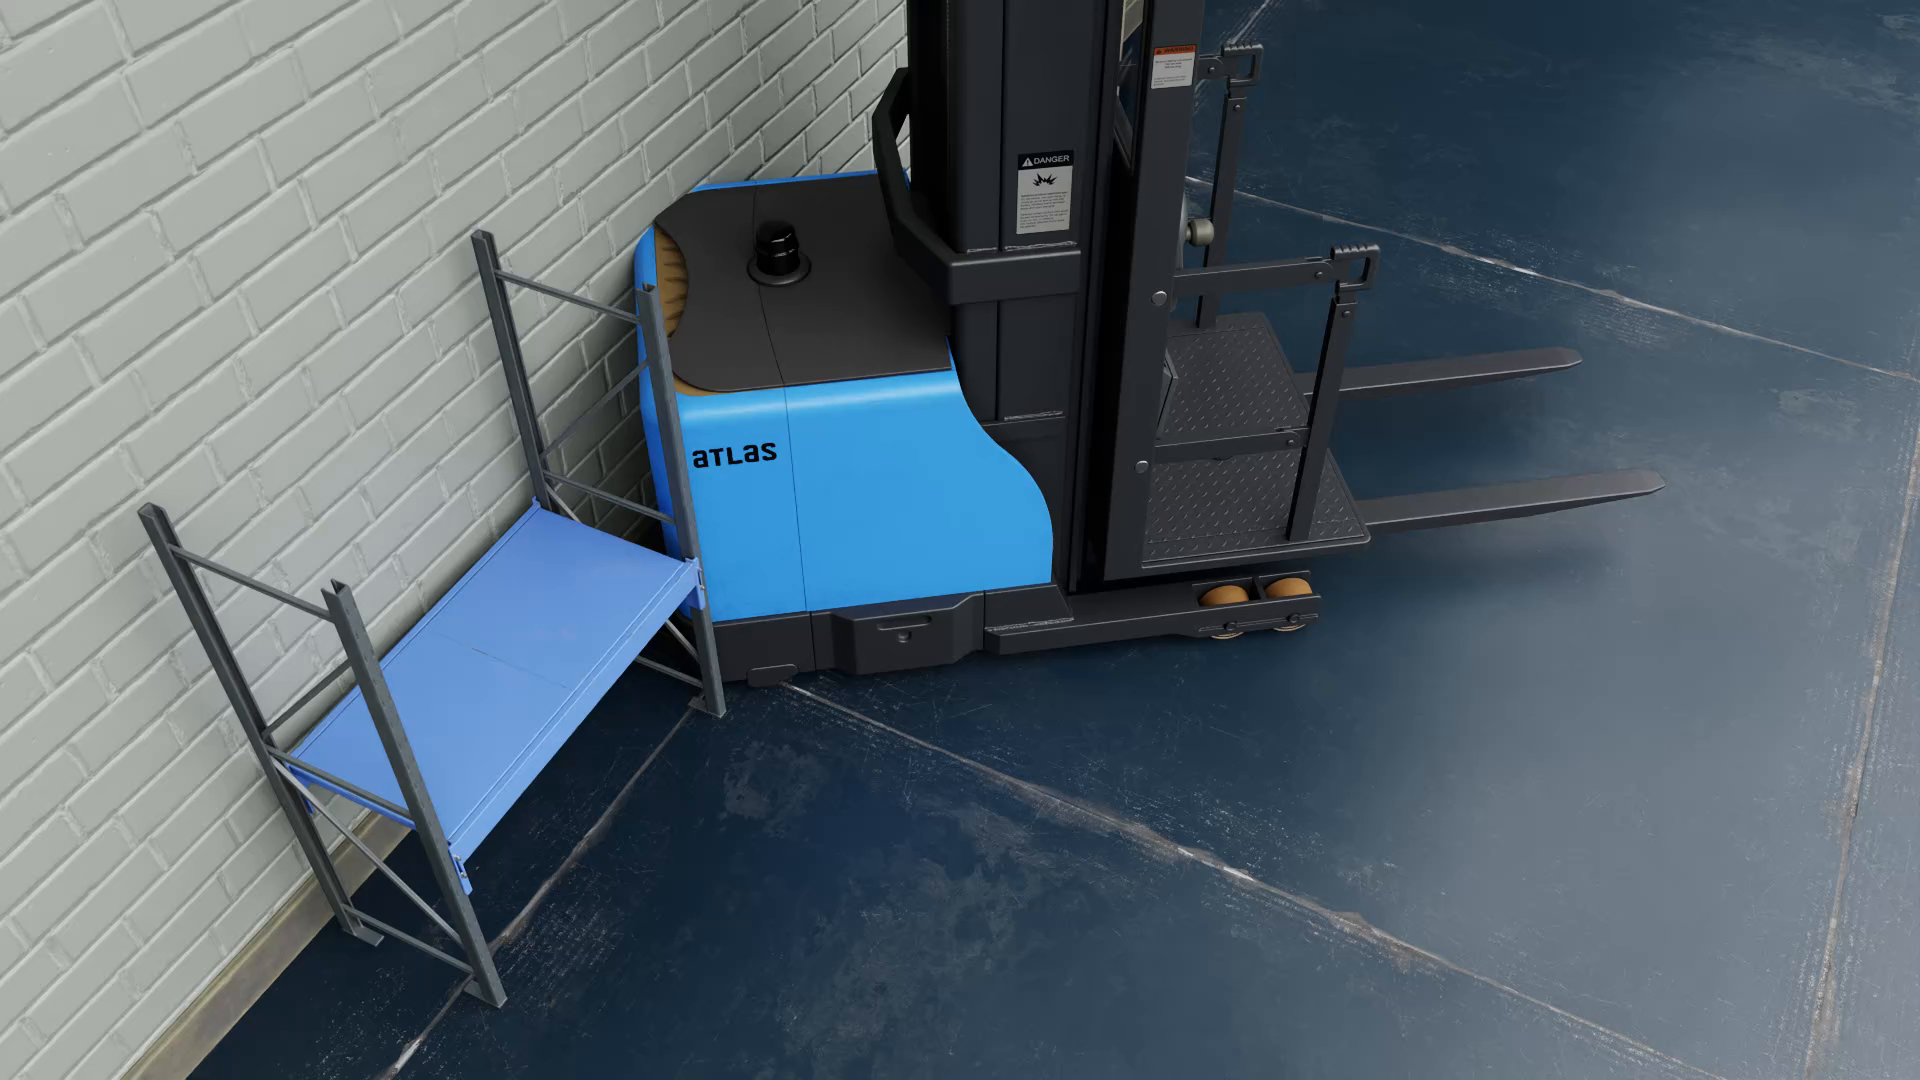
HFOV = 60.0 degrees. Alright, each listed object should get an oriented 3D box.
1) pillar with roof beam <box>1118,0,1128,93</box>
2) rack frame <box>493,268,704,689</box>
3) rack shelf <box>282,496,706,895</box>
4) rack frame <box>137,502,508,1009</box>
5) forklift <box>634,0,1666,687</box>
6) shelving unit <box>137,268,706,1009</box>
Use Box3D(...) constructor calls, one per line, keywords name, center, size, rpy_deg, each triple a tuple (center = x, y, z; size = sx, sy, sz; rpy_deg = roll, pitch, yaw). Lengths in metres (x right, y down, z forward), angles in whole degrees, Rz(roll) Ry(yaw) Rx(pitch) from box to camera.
Box3D(name="pillar with roof beam", center=(4.248, -3.379, 2.263), size=(9.100, 9.000, 0.400), rpy_deg=(20, 49, 19))
Box3D(name="rack frame", center=(-0.901, -0.106, 4.300), size=(0.475, 1.308, 0.013), rpy_deg=(19, 48, 18))
Box3D(name="rack shelf", center=(-1.126, 0.345, 4.108), size=(0.538, 0.185, 1.000), rpy_deg=(19, 48, 18))
Box3D(name="rack frame", center=(-1.353, 0.542, 3.660), size=(0.500, 1.500, 0.032), rpy_deg=(19, 48, 18))
Box3D(name="forklift", center=(0.621, -1.102, 4.279), size=(3.031, 2.935, 1.130), rpy_deg=(-7, 46, -6))
Box3D(name="shelving unit", center=(-1.128, 0.221, 3.977), size=(0.538, 1.500, 1.039), rpy_deg=(19, 48, 18))
